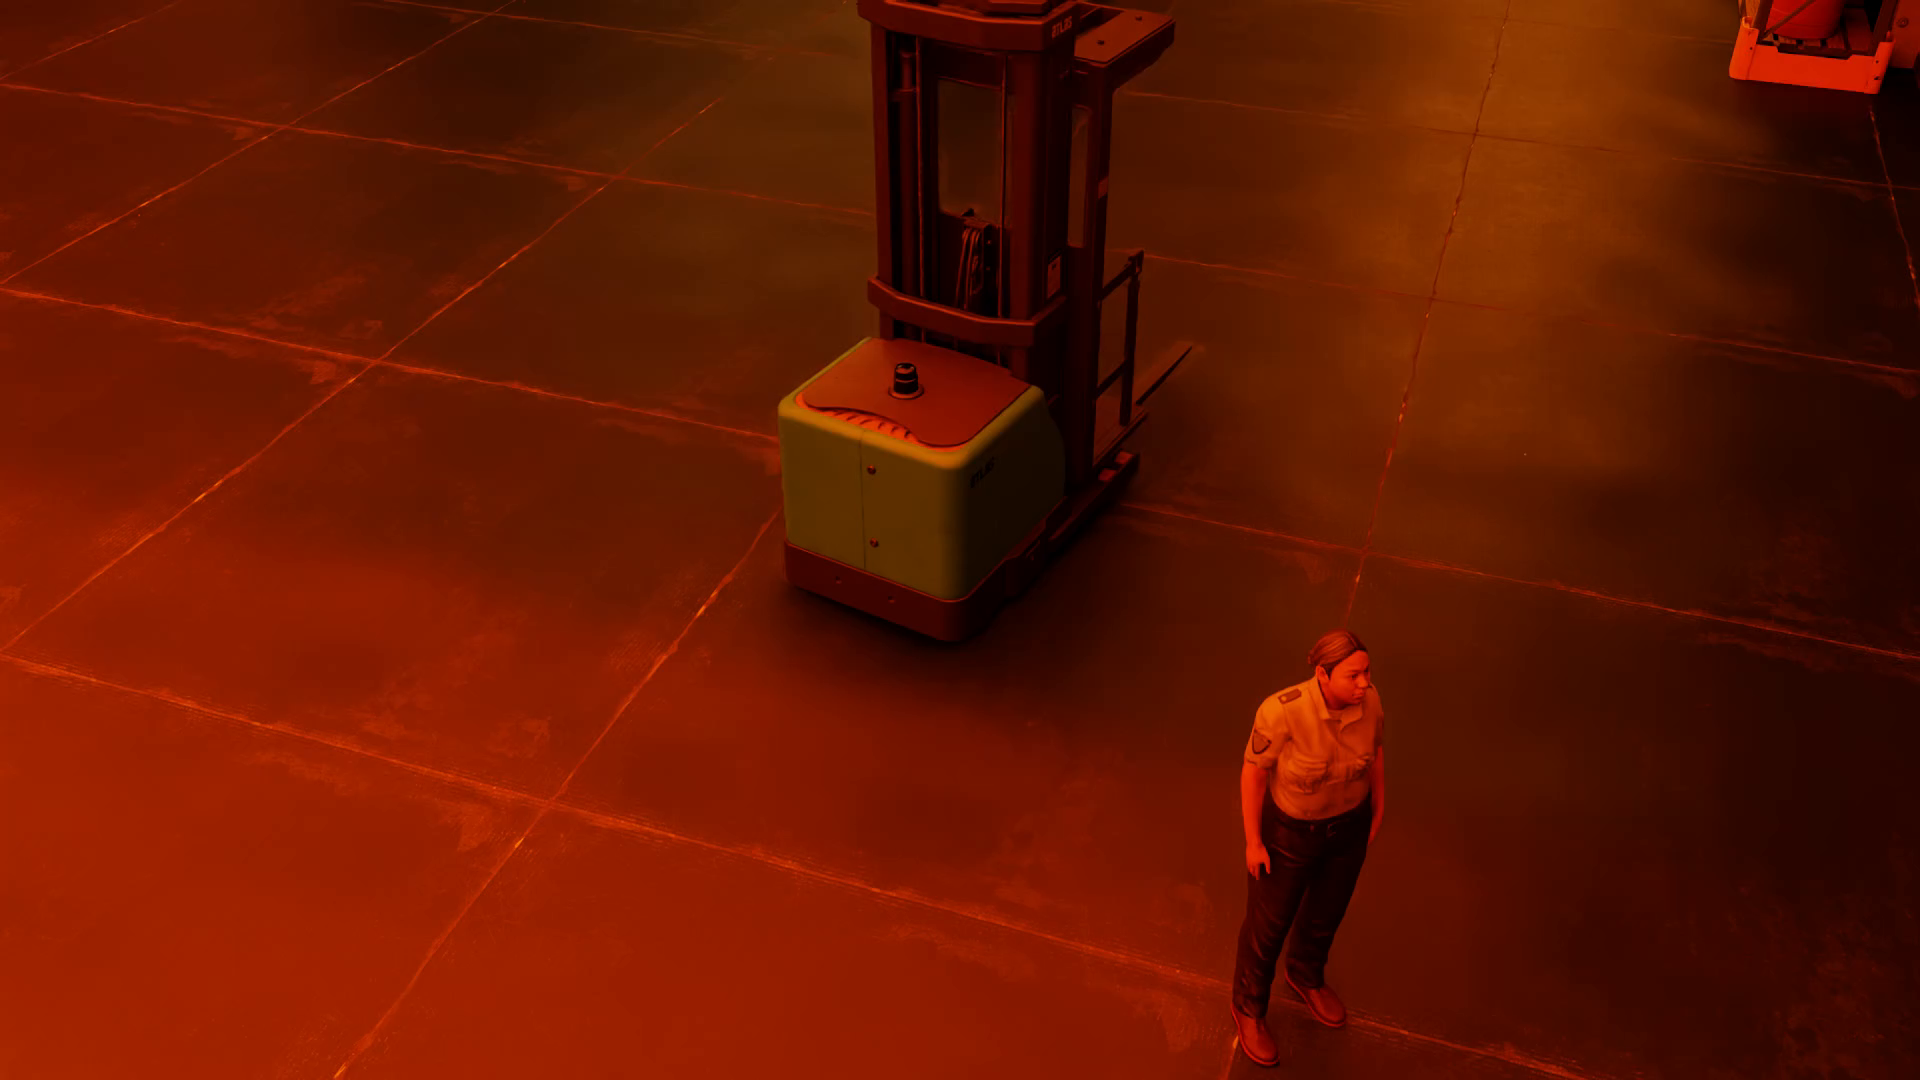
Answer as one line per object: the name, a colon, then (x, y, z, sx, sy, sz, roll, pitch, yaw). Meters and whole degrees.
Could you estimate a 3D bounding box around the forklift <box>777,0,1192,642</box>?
forklift: (0.321, -1.539, 8.282, 1.130, 2.935, 3.031, 19, 40, 25)

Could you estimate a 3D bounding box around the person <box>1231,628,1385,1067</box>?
person: (1.245, 1.051, 5.739, 0.573, 1.661, 0.475, -12, 37, -17)
